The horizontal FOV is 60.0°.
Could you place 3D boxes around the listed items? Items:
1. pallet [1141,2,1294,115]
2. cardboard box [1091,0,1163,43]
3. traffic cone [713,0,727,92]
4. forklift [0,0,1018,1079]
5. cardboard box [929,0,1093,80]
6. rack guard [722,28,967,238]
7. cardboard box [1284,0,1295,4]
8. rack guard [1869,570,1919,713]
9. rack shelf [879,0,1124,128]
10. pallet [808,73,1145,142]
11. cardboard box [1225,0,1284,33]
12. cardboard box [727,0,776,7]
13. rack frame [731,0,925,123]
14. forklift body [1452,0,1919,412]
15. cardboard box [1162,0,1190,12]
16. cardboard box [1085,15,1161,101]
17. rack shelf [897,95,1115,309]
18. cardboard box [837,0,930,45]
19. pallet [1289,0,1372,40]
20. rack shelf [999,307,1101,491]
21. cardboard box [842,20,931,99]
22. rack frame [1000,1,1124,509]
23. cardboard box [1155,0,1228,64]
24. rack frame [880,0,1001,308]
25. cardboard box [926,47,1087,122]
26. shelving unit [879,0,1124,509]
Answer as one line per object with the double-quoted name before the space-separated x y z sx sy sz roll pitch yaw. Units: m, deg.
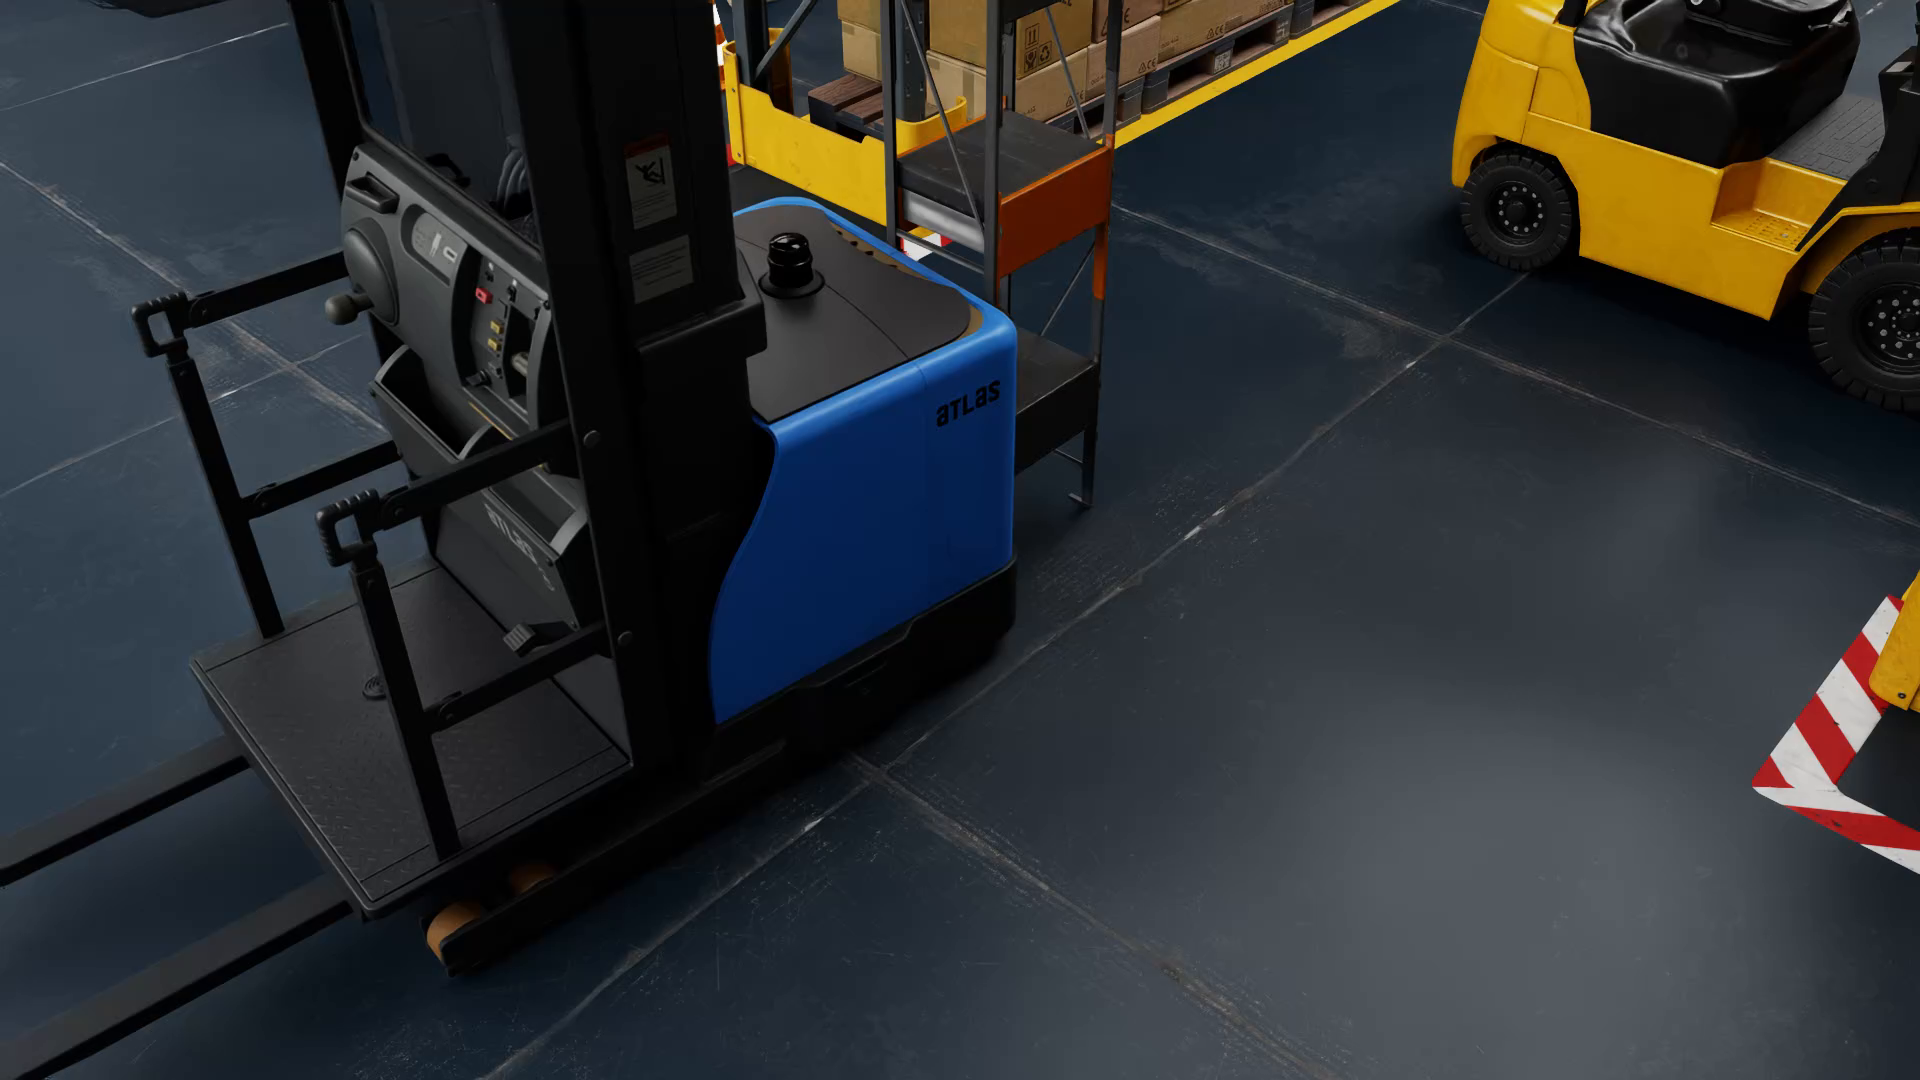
"pallet" 0.903 -2.537 8.271 1.003 0.211 1.213 30 47 32
"cardboard box" 0.568 -2.566 7.337 0.500 0.500 0.500 28 46 30
"traffic cone" -1.208 -2.423 7.926 0.336 0.463 0.334 30 47 32
"forklift" -1.286 -0.498 3.521 3.031 2.935 1.130 -28 46 -31
"cardboard box" 0.218 -2.324 7.032 0.500 0.500 0.500 28 46 31
"rack guard" -0.494 -1.734 7.029 1.175 0.500 0.348 30 47 32
"cardboard box" 1.601 -2.970 8.446 0.500 0.250 0.500 28 46 31
"rack guard" 3.105 0.395 4.352 1.175 0.500 0.348 30 47 32
"rack shelf" 0.112 -1.435 4.265 0.431 0.518 0.480 30 47 32
"pallet" 0.080 -1.979 7.569 1.003 0.211 1.213 30 47 32
"cardboard box" 1.254 -2.738 8.155 0.500 0.250 0.500 30 48 32
"cardboard box" -1.153 -3.011 8.917 0.250 0.149 0.380 -11 40 -14
"rack frame" -0.545 -2.677 6.207 1.000 3.000 0.127 30 47 32
"forklift body" 3.054 -1.900 5.911 2.313 2.155 1.214 30 47 32
"cardboard box" 0.912 -2.793 7.622 0.500 0.500 0.500 31 48 33
"cardboard box" 0.553 -2.251 7.543 0.500 0.250 0.500 31 48 33
"rack shelf" 0.112 -0.887 4.701 0.431 0.518 0.480 30 47 32
"cardboard box" -0.197 -2.536 7.299 0.500 0.500 0.500 30 47 32
"pallet" 1.726 -3.100 8.979 1.003 0.211 1.213 30 47 32
"rack shelf" 0.112 -0.339 5.136 0.431 0.518 0.480 30 47 32
"cardboard box" -0.183 -2.261 7.555 0.500 0.250 0.500 29 47 32
"rack frame" 0.276 -1.010 4.833 0.400 2.100 0.015 30 47 32
"cardboard box" 0.912 -2.507 7.865 0.500 0.250 0.500 -31 48 -33
"rack frame" -0.053 -0.786 4.551 0.400 2.100 0.015 30 47 32
"cardboard box" 0.203 -2.020 7.252 0.500 0.250 0.500 29 47 32
"shelving unit" 0.112 -0.898 4.692 0.431 2.100 0.503 30 47 32
